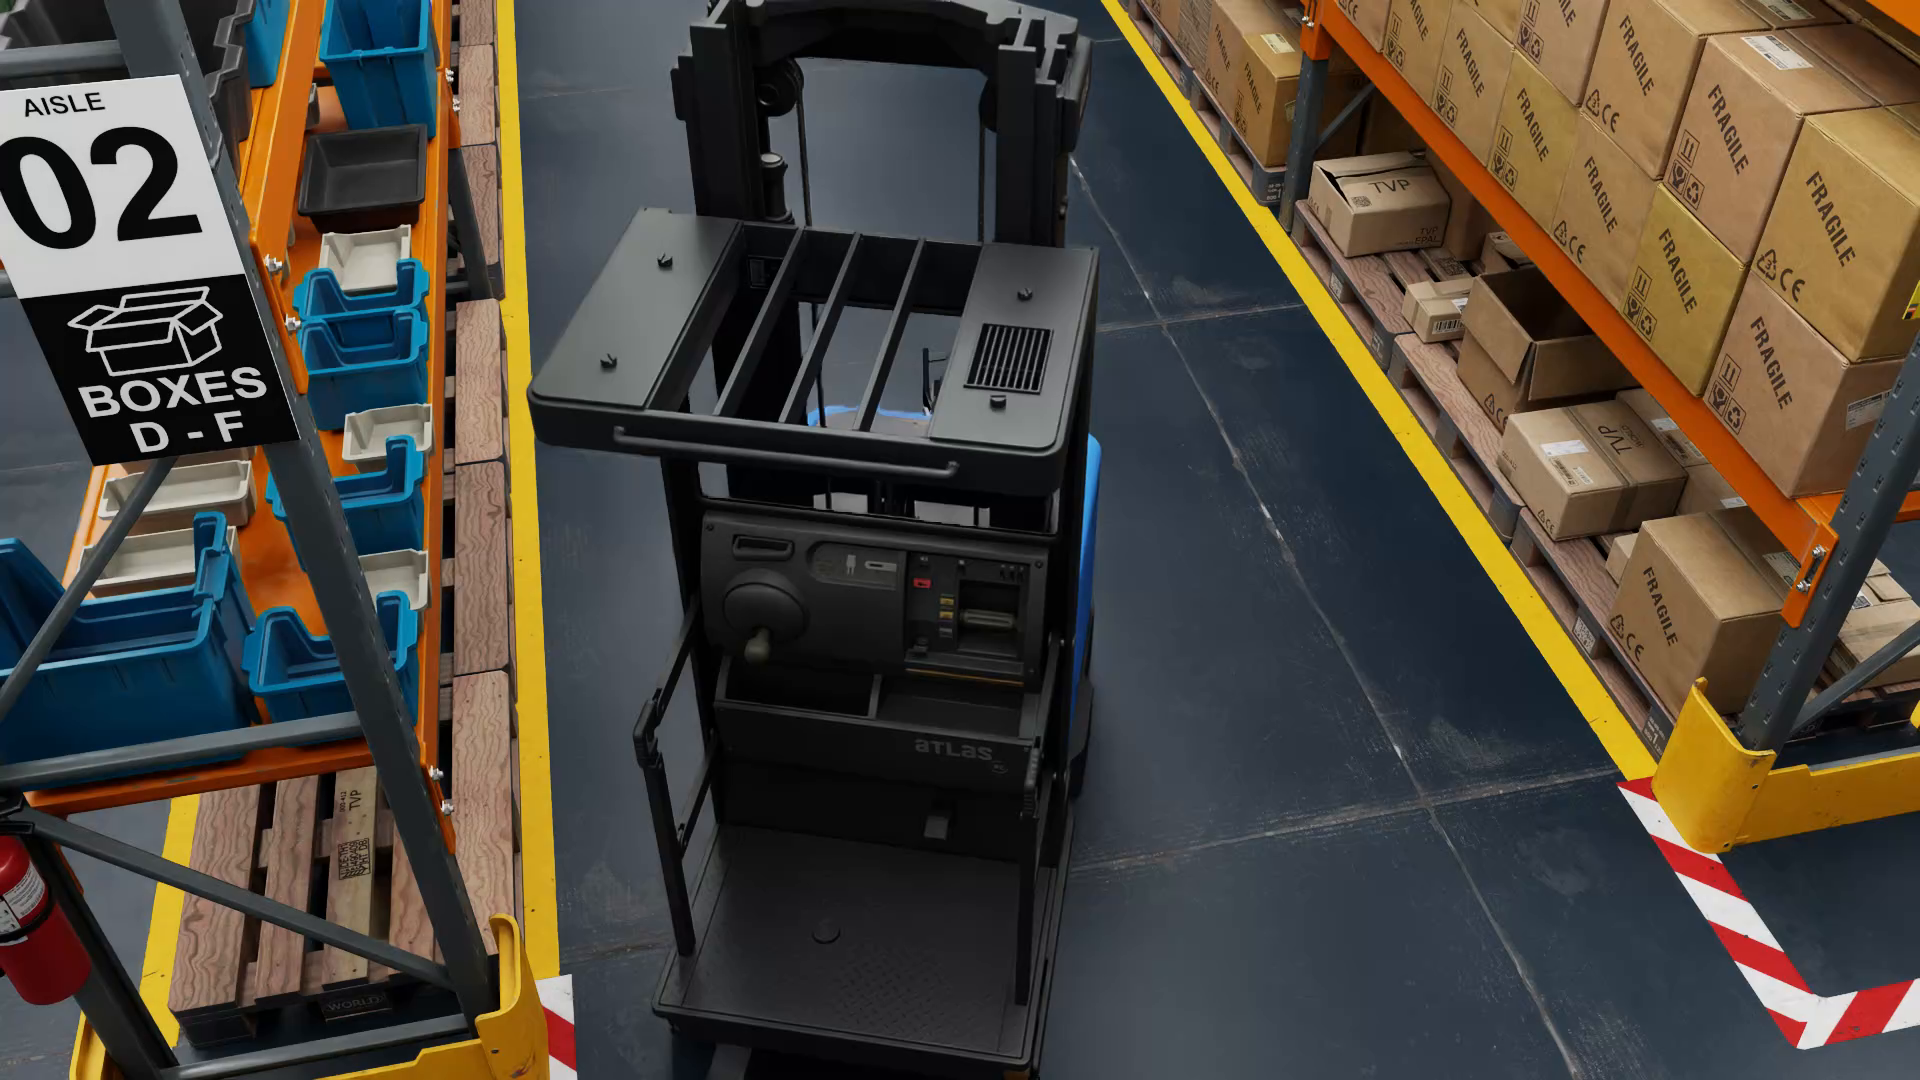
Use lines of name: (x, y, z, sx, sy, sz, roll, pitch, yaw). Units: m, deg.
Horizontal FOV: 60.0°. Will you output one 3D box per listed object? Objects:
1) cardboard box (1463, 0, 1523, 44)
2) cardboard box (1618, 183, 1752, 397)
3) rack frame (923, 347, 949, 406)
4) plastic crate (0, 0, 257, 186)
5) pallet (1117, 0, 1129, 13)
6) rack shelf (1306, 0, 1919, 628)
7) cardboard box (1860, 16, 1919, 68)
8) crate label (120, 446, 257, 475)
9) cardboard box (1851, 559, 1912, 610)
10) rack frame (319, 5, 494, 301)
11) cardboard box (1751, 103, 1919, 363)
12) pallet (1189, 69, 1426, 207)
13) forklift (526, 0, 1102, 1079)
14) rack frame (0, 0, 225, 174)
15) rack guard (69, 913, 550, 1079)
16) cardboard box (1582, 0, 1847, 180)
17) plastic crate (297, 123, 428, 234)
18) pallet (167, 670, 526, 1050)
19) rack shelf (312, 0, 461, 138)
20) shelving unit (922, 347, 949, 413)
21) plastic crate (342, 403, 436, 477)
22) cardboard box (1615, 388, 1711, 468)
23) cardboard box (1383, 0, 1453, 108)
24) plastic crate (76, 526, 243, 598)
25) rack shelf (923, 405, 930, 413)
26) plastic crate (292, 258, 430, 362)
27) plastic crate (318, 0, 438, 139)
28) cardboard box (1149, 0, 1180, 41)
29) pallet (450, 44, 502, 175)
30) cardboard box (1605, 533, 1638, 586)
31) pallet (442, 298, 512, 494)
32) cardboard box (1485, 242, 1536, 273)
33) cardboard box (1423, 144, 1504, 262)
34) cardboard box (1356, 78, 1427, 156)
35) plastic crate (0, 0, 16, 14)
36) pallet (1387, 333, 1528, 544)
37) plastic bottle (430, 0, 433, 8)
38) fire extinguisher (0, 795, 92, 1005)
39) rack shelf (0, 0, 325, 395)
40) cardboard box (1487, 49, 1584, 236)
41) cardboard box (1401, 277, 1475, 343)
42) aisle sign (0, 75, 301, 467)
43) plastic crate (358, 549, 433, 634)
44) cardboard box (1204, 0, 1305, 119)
cardboard box: (2.196, -2.199, 6.139, 0.500, 0.500, 0.500, -10, 42, -11)
cardboard box: (2.532, -0.833, 5.353, 0.500, 0.500, 0.500, -8, 42, -9)
rack frame: (-0.020, -0.397, 6.520, 0.240, 0.900, 0.006, -8, 42, -9)
plastic crate: (-1.639, -0.863, 3.302, 0.497, 0.269, 0.590, -8, 42, -9)
pallet: (1.407, -3.861, 10.941, 1.003, 0.211, 1.213, -8, 42, -9)
rack shelf: (2.578, -1.235, 6.424, 1.077, 0.370, 4.000, -8, 42, -9)
cardboard box: (3.051, -1.283, 5.107, 0.500, 0.500, 0.500, -8, 42, -9)
crate label: (-2.313, -0.294, 4.975, 0.396, 0.136, 0.243, -8, 42, -9)
cardboard box: (3.201, 0.204, 6.063, 0.380, 0.166, 0.250, -8, 42, -9)
rack frame: (-2.691, -2.094, 6.849, 1.000, 3.000, 0.127, -8, 42, -9)
cardboard box: (2.645, -0.868, 4.640, 0.500, 0.500, 0.500, -9, 42, -10)
pallet: (1.934, -2.280, 9.159, 1.003, 0.211, 1.213, -8, 42, -9)
forklift: (-0.267, 0.248, 4.262, 1.130, 2.935, 3.031, 6, 42, 7)
rack frame: (-1.828, -1.744, 1.936, 1.000, 3.000, 0.127, -8, 42, -9)
rack guard: (-1.810, 1.448, 4.742, 1.175, 0.500, 0.348, -8, 42, -9)
cardboard box: (2.419, -1.531, 5.387, 0.500, 0.500, 0.500, -7, 42, -8)
plastic crate: (-2.187, -1.326, 6.146, 0.437, 0.125, 0.590, -8, 42, -9)
pallet: (-1.968, 1.002, 5.462, 1.003, 0.211, 1.213, -8, 42, -9)
rack shelf: (-3.123, -3.121, 8.548, 1.077, 0.370, 4.000, -8, 42, -9)
shelving unit: (0.002, -0.331, 6.445, 0.258, 0.900, 0.210, -8, 42, -9)
plastic crate: (-1.694, -0.291, 4.972, 0.250, 0.136, 0.298, -8, 42, -9)
cardboard box: (2.954, -0.386, 6.665, 0.500, 0.250, 0.500, -8, 42, -9)
cardboard box: (2.104, -2.137, 6.823, 0.500, 0.500, 0.500, -8, 42, -9)
plastic crate: (-2.180, 0.073, 4.562, 0.396, 0.136, 0.243, -8, 42, -9)
rack shelf: (0.002, -0.441, 6.348, 0.258, 0.077, 0.200, -8, 42, -9)
plastic crate: (-1.908, -0.716, 5.378, 0.416, 0.233, 0.300, -8, 42, -9)
plastic crate: (-2.257, -1.856, 6.548, 0.392, 0.384, 0.575, -8, 42, -9)
cardboard box: (1.442, -3.285, 9.743, 0.500, 0.500, 0.500, -10, 43, -11)
pallet: (-3.084, -2.349, 9.238, 1.003, 0.211, 1.213, -8, 42, -9)
cardboard box: (2.652, 0.094, 6.187, 0.380, 0.166, 0.250, -8, 42, -9)
pallet: (-2.494, -0.580, 7.244, 1.003, 0.211, 1.213, -8, 42, -9)
cardboard box: (2.708, -1.145, 7.474, 0.500, 0.311, 0.500, -8, 42, -9)
cardboard box: (2.546, -1.702, 7.959, 0.500, 0.500, 0.500, -8, 42, -9)
cardboard box: (2.280, -2.379, 8.722, 0.500, 0.500, 0.500, -10, 43, -11)
plastic crate: (-2.319, -1.142, 3.677, 0.450, 0.188, 0.336, -8, 42, -9)
pallet: (2.561, -0.520, 7.177, 1.003, 0.211, 1.213, -8, 42, -9)
plastic bottle: (-2.425, -2.477, 7.430, 0.097, 0.201, 0.097, 0, 42, 0)
fire extinguisher: (-2.239, 0.831, 3.894, 0.296, 0.674, 0.183, -8, 42, -9)
rack shelf: (-2.259, -1.650, 4.632, 1.077, 0.370, 4.000, -8, 42, -9)
cardboard box: (2.321, -1.483, 6.086, 0.500, 0.500, 0.500, -9, 42, -10)
cardboard box: (2.222, -1.043, 7.469, 0.380, 0.166, 0.250, -8, 42, -9)
aisle sign: (-1.522, -0.469, 3.060, 0.394, 0.787, 0.004, -8, 42, -9)
plastic crate: (-1.548, 0.148, 4.477, 0.250, 0.136, 0.298, -8, 42, -9)
cardboard box: (1.662, -2.631, 9.006, 0.500, 0.500, 0.500, -8, 42, -9)
